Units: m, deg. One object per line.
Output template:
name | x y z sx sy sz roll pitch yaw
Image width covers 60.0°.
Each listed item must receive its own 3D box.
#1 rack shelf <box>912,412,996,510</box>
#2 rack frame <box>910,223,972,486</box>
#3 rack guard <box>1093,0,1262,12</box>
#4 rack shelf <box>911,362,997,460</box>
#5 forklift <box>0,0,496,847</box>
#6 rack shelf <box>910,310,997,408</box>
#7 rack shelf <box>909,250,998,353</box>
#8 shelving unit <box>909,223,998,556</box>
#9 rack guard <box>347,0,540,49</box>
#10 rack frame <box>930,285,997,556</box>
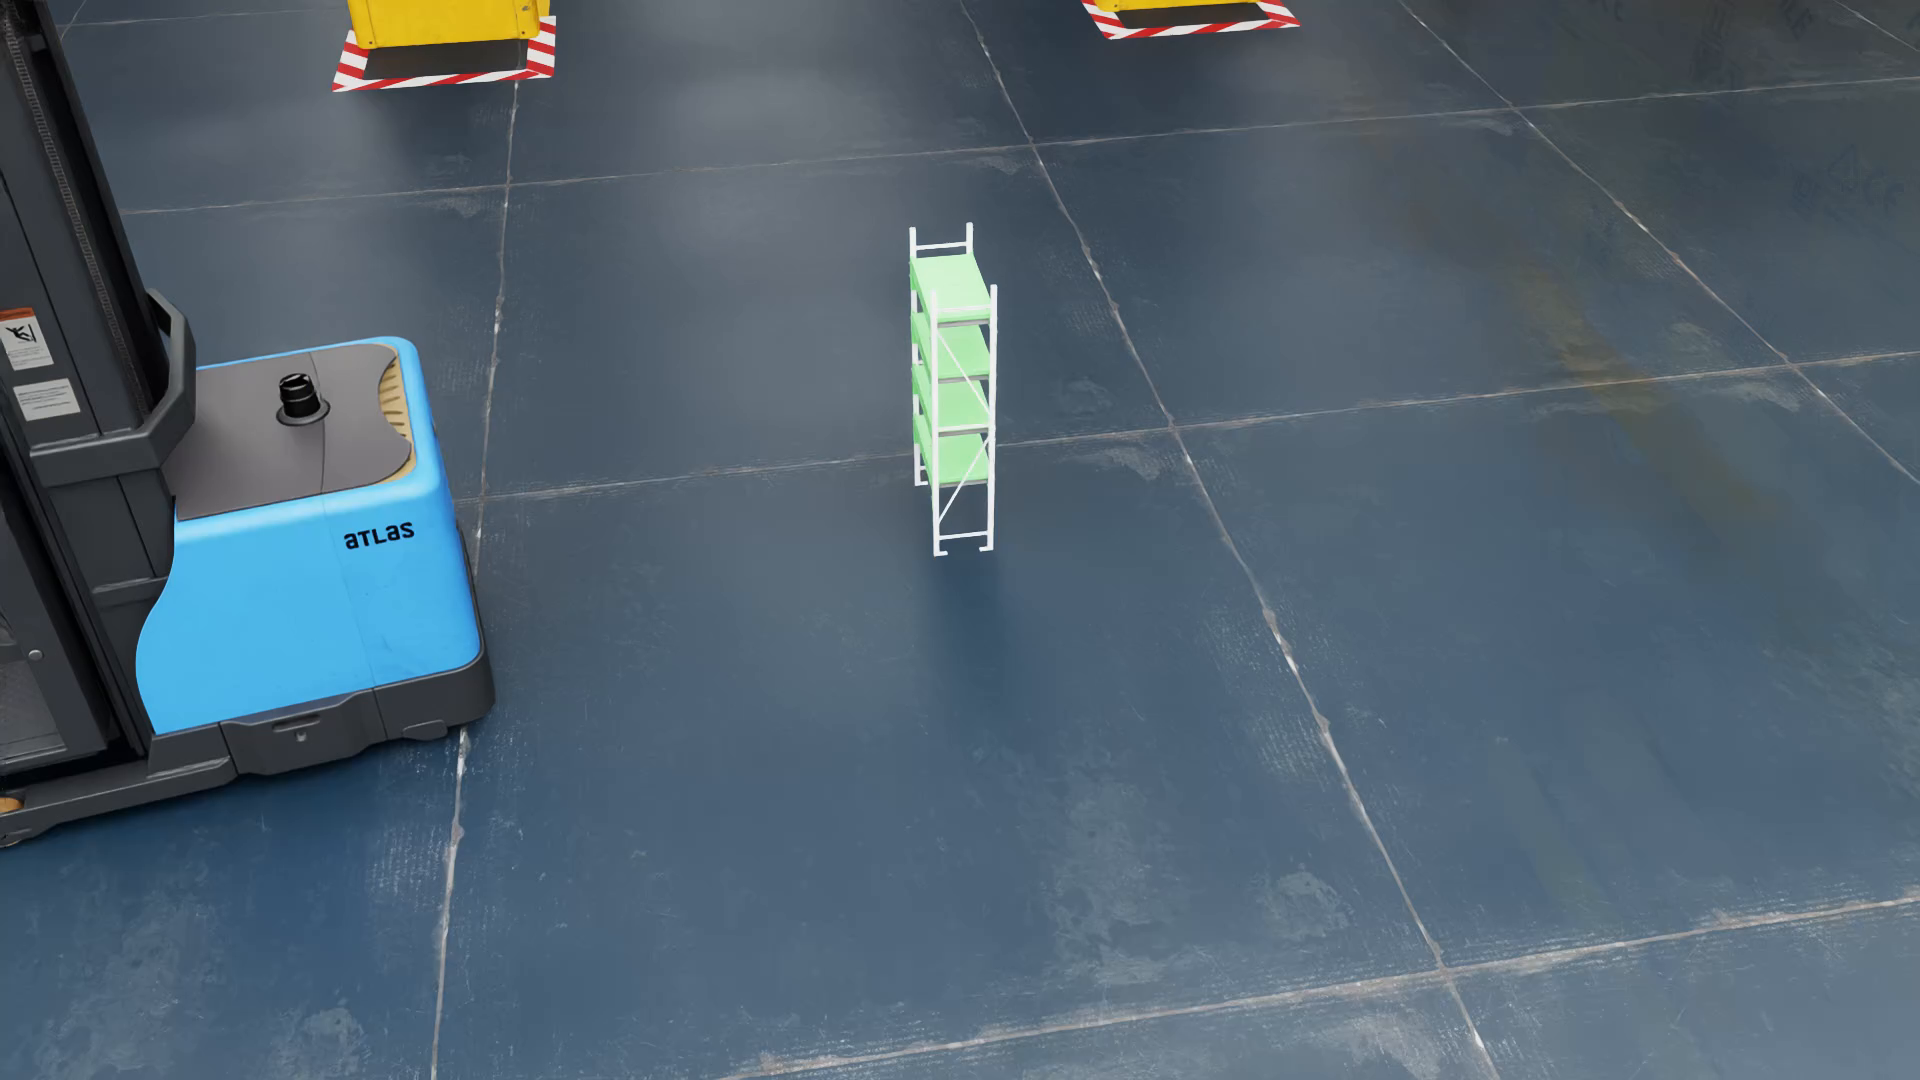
rack shelf | -0.029 -0.334 6.697 0.258 0.148 0.480 -6 38 -8
rack frame | -0.072 -0.721 6.700 0.240 1.200 0.015 -6 38 -8
rack guard | 1.517 -3.985 11.472 1.175 0.500 0.348 -6 38 -8
rack shelf | -0.029 -0.523 6.550 0.258 0.148 0.480 -6 38 -8
forklift | -3.220 -0.477 4.975 3.031 2.935 1.130 -12 40 -15
rack shelf | -0.029 -0.713 6.403 0.258 0.148 0.480 -6 38 -8
rack shelf | -0.029 -0.902 6.255 0.258 0.148 0.480 -6 38 -8
shelving unit | -0.029 -0.574 6.511 0.258 1.200 0.503 -6 38 -8
rack guard | -3.402 -3.573 10.941 1.175 0.500 0.348 -6 38 -8
rack frame | 0.014 -0.426 6.321 0.240 1.200 0.015 -6 38 -8
